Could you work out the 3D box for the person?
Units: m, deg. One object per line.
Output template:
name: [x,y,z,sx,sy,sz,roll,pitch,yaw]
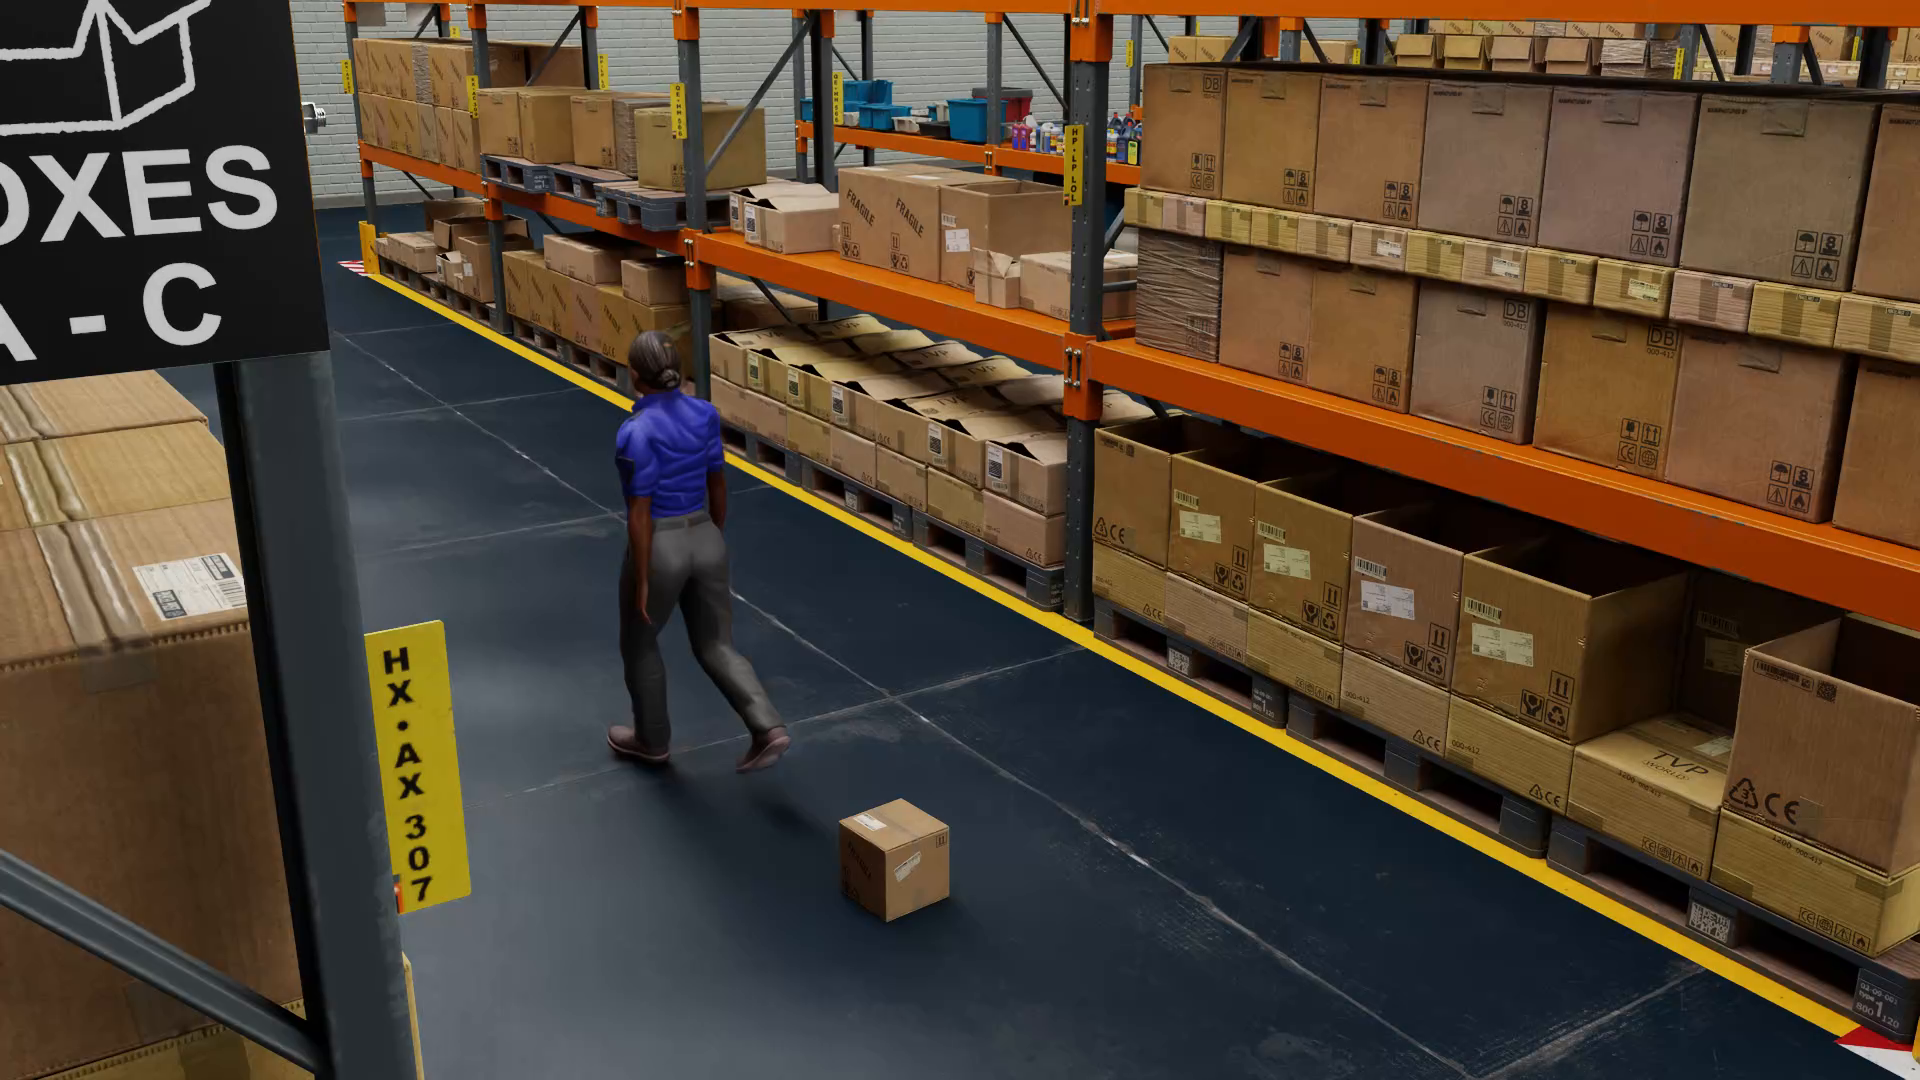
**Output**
person: [-0.950,0.071,5.829,0.882,1.617,0.459,17,24,41]
